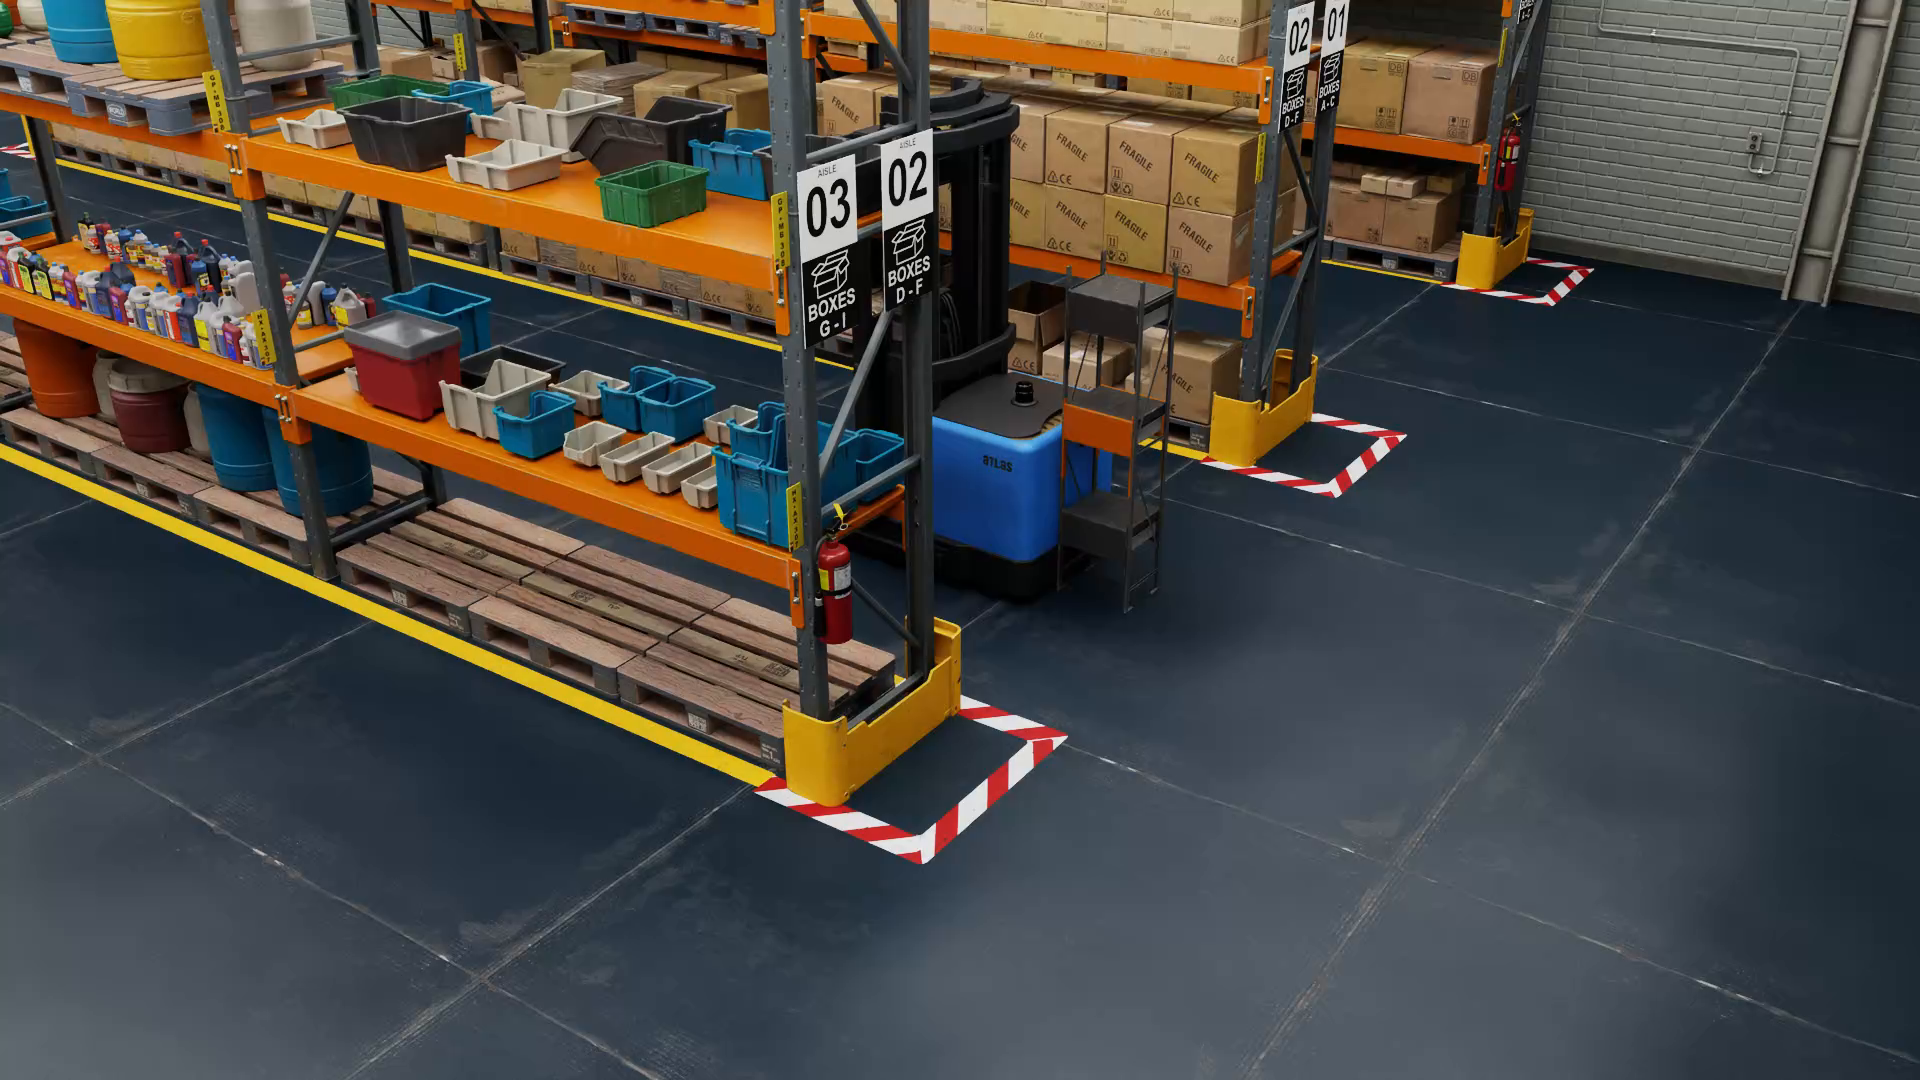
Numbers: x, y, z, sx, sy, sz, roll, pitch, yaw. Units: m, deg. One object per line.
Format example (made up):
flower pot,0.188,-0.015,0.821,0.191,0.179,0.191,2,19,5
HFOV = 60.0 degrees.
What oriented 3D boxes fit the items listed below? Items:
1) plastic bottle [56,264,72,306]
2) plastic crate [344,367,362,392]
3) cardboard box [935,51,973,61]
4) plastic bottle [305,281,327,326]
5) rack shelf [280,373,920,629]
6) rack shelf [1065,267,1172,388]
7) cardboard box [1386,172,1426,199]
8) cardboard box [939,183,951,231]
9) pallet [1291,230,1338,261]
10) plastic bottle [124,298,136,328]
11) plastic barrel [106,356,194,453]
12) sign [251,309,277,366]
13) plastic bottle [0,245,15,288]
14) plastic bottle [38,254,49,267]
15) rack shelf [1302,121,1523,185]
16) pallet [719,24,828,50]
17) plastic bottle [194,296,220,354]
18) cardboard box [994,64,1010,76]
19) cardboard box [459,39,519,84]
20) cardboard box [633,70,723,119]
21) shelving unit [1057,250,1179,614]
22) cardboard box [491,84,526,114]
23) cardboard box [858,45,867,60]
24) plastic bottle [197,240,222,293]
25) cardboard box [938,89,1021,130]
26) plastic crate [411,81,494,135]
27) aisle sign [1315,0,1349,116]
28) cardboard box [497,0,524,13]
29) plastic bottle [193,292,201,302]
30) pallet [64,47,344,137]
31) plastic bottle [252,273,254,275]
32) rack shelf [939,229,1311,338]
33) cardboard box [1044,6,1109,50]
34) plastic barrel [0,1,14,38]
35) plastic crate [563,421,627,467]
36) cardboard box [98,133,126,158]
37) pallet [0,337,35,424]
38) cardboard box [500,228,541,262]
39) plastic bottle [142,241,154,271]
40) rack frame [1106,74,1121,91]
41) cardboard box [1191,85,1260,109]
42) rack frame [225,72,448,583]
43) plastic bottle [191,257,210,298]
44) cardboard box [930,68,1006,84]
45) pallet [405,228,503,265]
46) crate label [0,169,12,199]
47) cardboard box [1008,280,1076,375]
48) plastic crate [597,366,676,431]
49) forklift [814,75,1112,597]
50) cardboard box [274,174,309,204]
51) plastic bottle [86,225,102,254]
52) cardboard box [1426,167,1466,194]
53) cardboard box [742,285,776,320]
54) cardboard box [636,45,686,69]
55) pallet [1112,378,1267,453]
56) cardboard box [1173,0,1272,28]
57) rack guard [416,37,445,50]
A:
plastic bottle,-6.048,-1.730,11.259,0.097,0.271,0.097,0,27,0
plastic crate,-3.464,-1.006,9.918,0.243,0.136,0.396,17,32,30
cardboard box,0.069,-5.570,18.201,0.500,0.500,0.500,18,32,32
plastic bottle,-4.234,-1.570,10.938,0.135,0.276,0.152,17,32,30
rack shelf,-2.118,-0.436,9.366,4.000,0.370,1.077,17,32,30
rack shelf,0.926,-1.236,9.624,0.480,0.518,0.431,19,32,32
cardboard box,4.297,-3.416,16.007,0.250,0.149,0.380,17,31,30
cardboard box,0.142,-2.673,12.859,0.500,0.500,0.500,17,32,30
pallet,3.435,-3.193,17.066,1.213,0.211,1.003,17,32,30
plastic bottle,-5.404,-1.499,10.881,0.097,0.201,0.097,0,27,0
plastic barrel,-5.720,-1.000,11.878,0.708,0.588,0.600,17,32,30
sign,-4.079,-1.188,9.746,0.005,0.325,0.100,17,32,30
plastic bottle,-6.645,-1.912,11.602,0.133,0.283,0.061,17,32,30
plastic bottle,-6.453,-1.909,11.687,0.097,0.201,0.097,0,27,0
rack shelf,3.491,-4.139,16.644,4.000,0.370,1.077,17,32,30
pallet,-2.102,-6.059,19.833,1.003,0.211,1.213,17,32,30
plastic bottle,-4.709,-1.362,10.447,0.185,0.351,0.144,17,32,30
cardboard box,0.579,-5.124,18.041,0.250,0.149,0.380,17,32,30
cardboard box,-6.483,-6.572,22.902,0.500,0.500,0.700,15,31,27
cardboard box,-2.450,-3.783,14.577,0.500,0.500,0.700,9,28,18
shelving unit,0.926,-0.624,9.935,0.503,2.100,0.431,19,32,32
cardboard box,-4.531,-4.218,16.103,0.500,0.311,0.500,20,33,33
cardboard box,-0.940,-5.559,18.895,0.250,0.149,0.380,18,32,32
plastic bottle,-5.177,-1.899,11.503,0.185,0.351,0.144,17,32,30
cardboard box,0.119,-3.120,12.635,0.500,0.500,0.500,16,31,29
plastic crate,-2.835,-2.418,9.345,0.300,0.233,0.416,17,32,30
aisle sign,2.561,-3.344,11.422,0.004,0.787,0.394,17,32,30
cardboard box,-5.720,-7.109,21.830,0.500,0.250,0.500,17,32,31
plastic bottle,-4.936,-1.468,10.742,0.097,0.271,0.097,0,27,0
pallet,-4.468,-2.687,9.898,1.003,0.211,1.213,17,32,30
plastic bottle,-4.696,-1.714,11.221,0.135,0.276,0.152,17,32,30
rack shelf,0.690,-2.287,13.003,4.000,0.370,1.077,17,32,30
cardboard box,0.940,-3.653,11.753,0.500,0.250,0.500,17,32,30
plastic barrel,-6.320,-3.394,10.786,0.294,0.245,0.294,0,27,0
plastic crate,-1.973,-0.505,8.933,0.250,0.136,0.298,17,32,30
cardboard box,-9.708,-4.687,19.496,0.500,0.250,0.500,17,32,30
pallet,-7.680,-1.268,13.282,1.213,0.211,1.003,17,32,30
cardboard box,-4.043,-3.006,15.895,0.500,0.500,0.500,19,32,32
plastic bottle,-5.812,-2.043,11.951,0.097,0.201,0.097,0,27,0
rack frame,1.843,-4.974,17.490,0.127,3.000,1.000,17,32,30
cardboard box,2.879,-4.772,16.764,0.700,0.700,0.980,16,31,29
rack frame,-3.766,-1.270,10.212,0.127,3.000,1.000,17,32,30
plastic bottle,-5.209,-1.807,11.410,0.097,0.271,0.097,0,27,0
cardboard box,0.028,-3.447,13.278,0.500,0.500,0.500,17,31,29
pallet,-4.913,-3.131,16.944,1.213,0.211,1.003,17,32,30
crate label,-7.729,-2.669,12.922,0.616,0.435,0.502,17,32,30
cardboard box,0.593,-1.724,13.371,0.637,0.503,0.797,17,32,30
plastic crate,-1.819,-0.796,9.400,0.300,0.233,0.416,17,32,30
forklift,-0.499,-1.475,10.691,3.031,2.935,1.130,19,32,32
cardboard box,-6.940,-3.809,17.770,0.500,0.250,0.500,18,32,32
plastic bottle,-6.404,-2.228,12.313,0.097,0.201,0.097,0,27,0
cardboard box,4.722,-3.494,16.160,0.250,0.149,0.380,18,32,31
cardboard box,-1.528,-2.222,14.355,0.500,0.500,0.500,17,32,30
cardboard box,-3.771,-6.150,21.245,0.500,0.250,0.500,17,31,29
pallet,1.618,-1.075,12.903,1.213,0.211,1.003,17,32,30
cardboard box,1.770,-3.623,11.143,0.500,0.250,0.500,17,32,30
rack guard,-7.986,-6.922,24.074,0.348,0.500,1.175,17,32,30
